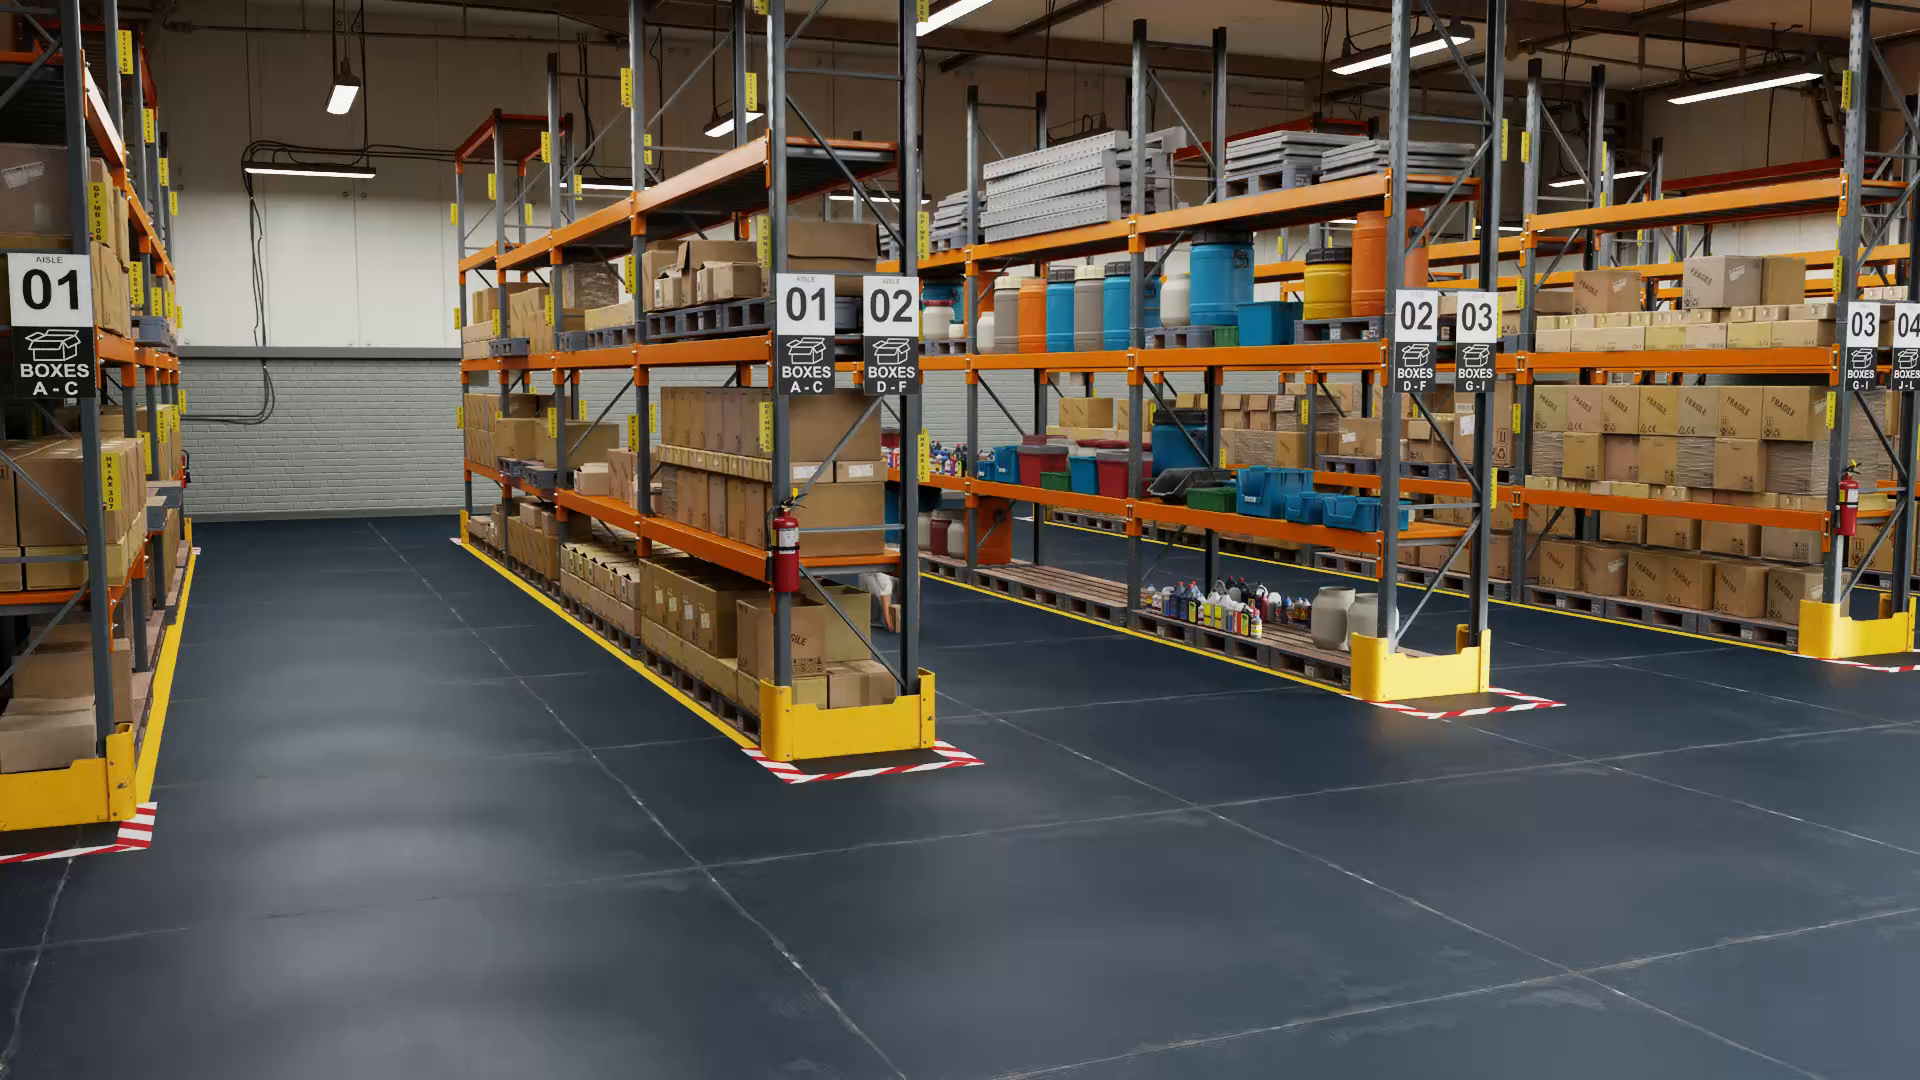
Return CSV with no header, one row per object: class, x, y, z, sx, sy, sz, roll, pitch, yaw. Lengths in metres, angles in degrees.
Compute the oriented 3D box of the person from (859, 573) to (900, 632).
person,-0.694,0.509,16.967,0.506,0.785,0.941,-3,6,-25
